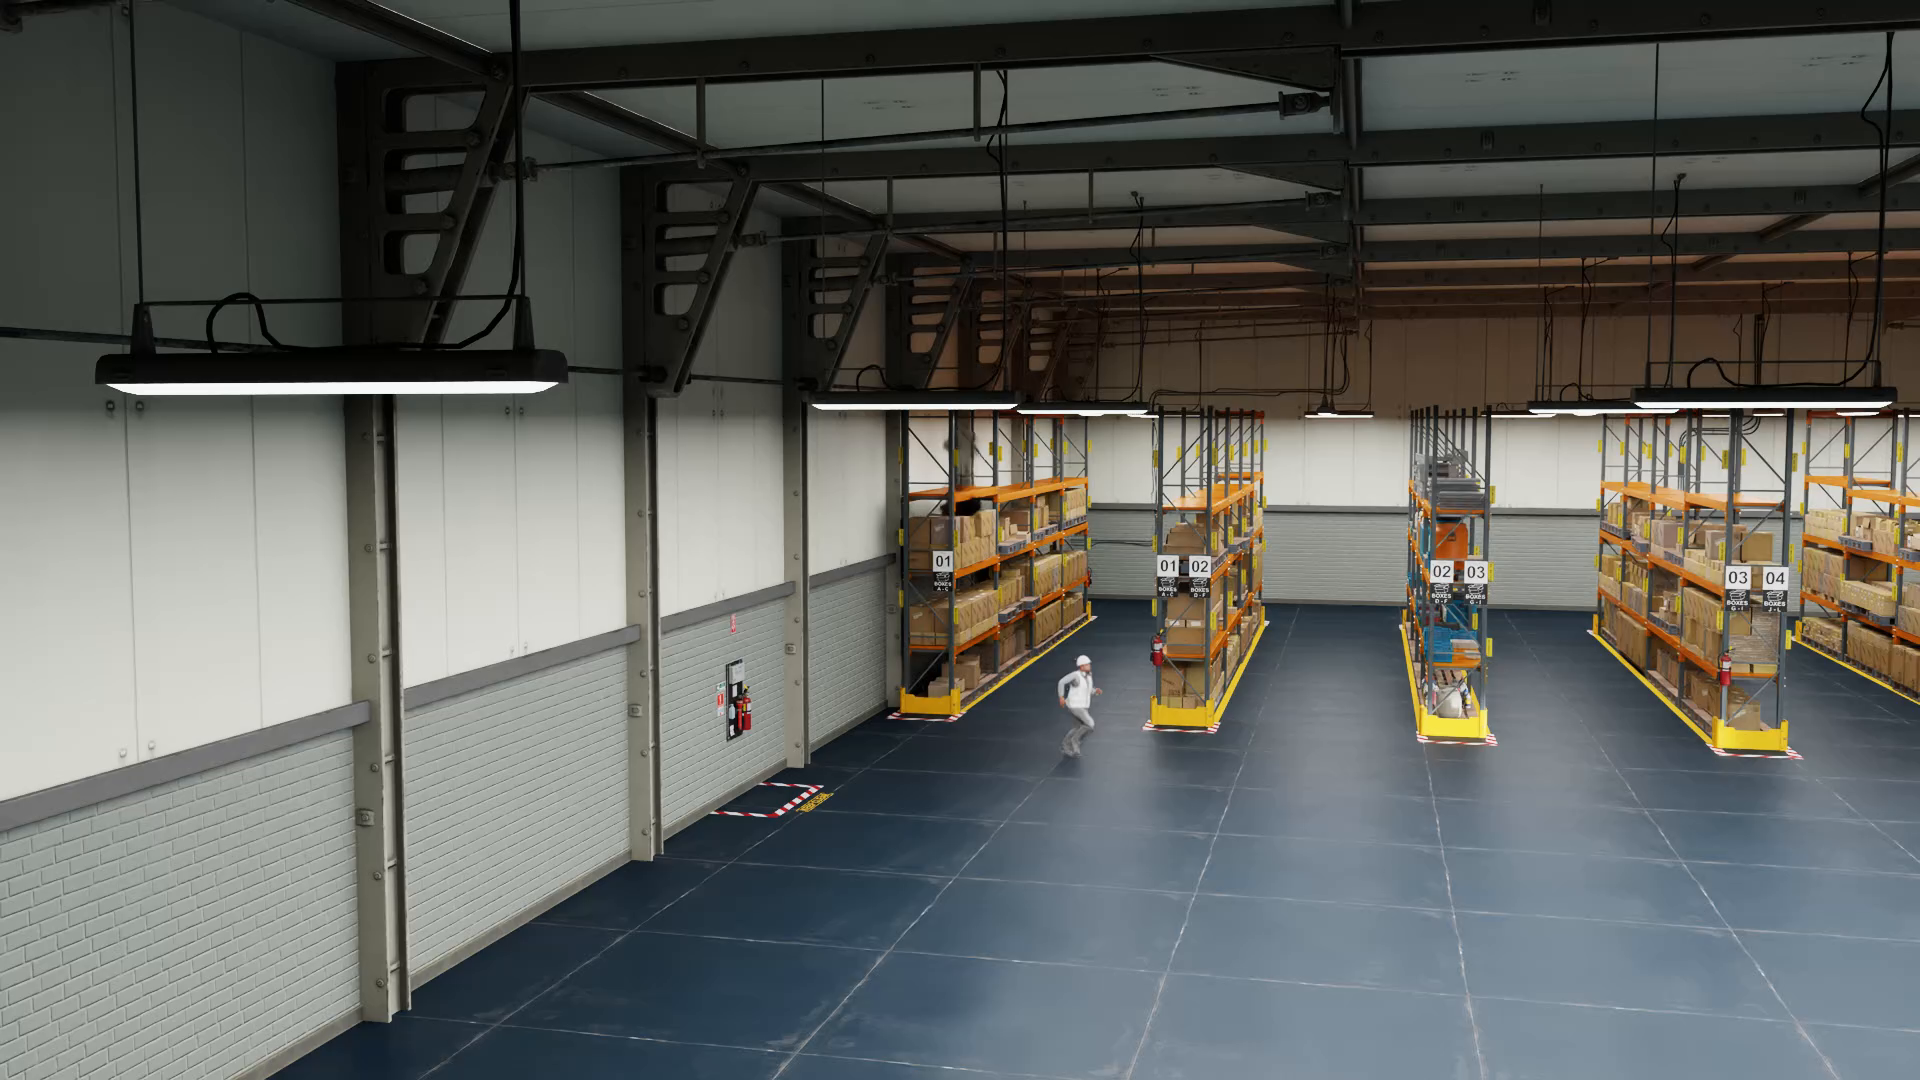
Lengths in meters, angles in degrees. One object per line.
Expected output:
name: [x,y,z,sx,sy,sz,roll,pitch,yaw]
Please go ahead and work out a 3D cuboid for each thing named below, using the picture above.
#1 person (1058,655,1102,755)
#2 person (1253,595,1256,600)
person: [2.037,2.816,28.188,0.767,1.723,0.690,3,5,35]
person: [8.219,1.398,48.025,0.947,1.803,0.719,1,4,18]
